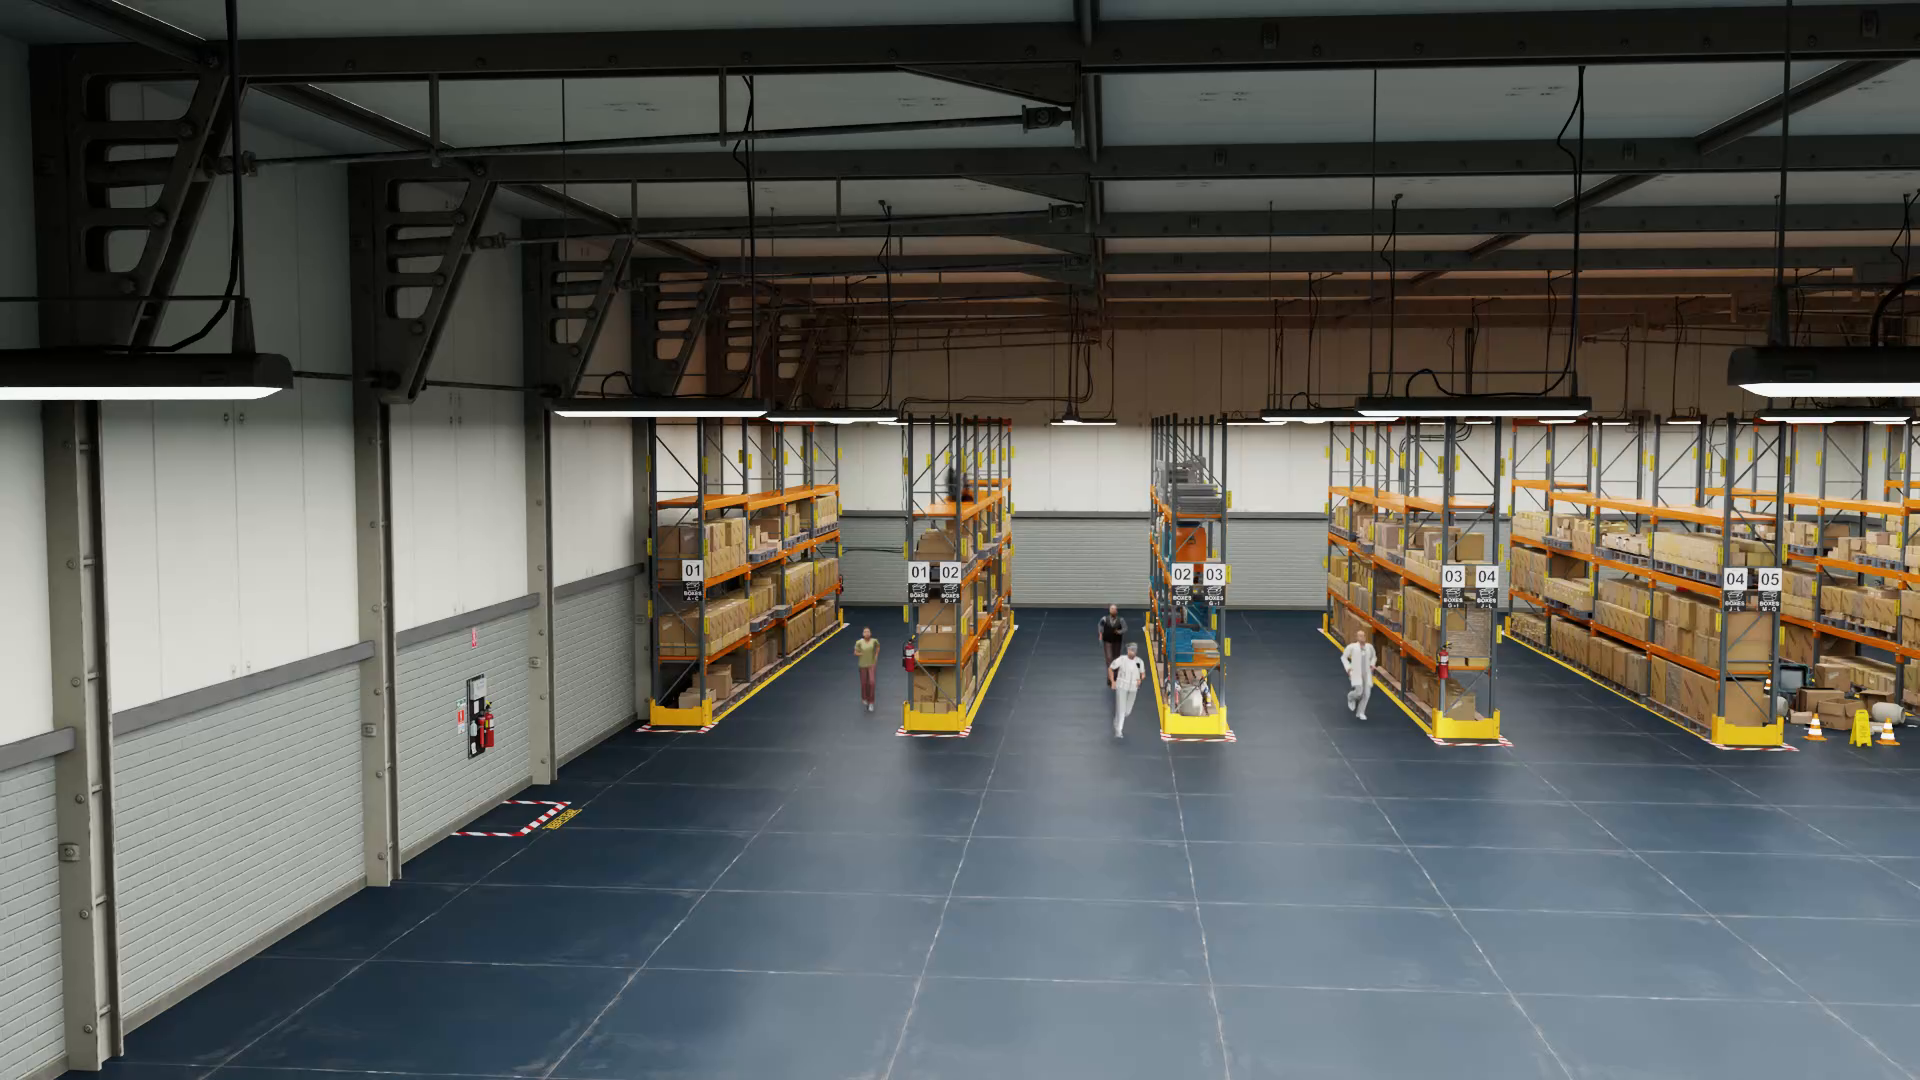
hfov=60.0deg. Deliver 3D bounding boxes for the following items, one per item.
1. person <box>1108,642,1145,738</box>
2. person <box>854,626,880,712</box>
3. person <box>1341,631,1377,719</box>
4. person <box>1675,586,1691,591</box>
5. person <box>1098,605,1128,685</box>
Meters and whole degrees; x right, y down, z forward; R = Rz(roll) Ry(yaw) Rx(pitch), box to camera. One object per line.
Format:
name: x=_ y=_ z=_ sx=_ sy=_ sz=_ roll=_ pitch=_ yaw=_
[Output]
person: x=3.130 y=2.779 z=31.168 sx=0.704 sy=1.752 sz=0.810 roll=-1 pitch=4 yaw=-12
person: x=-1.900 y=2.602 z=33.941 sx=0.524 sy=1.713 sz=0.804 roll=0 pitch=4 yaw=-1
person: x=7.911 y=2.654 z=32.863 sx=0.709 sy=1.737 sz=0.640 roll=0 pitch=4 yaw=-7
person: x=20.400 y=1.738 z=46.939 sx=0.609 sy=1.665 sz=0.617 roll=0 pitch=4 yaw=-7
person: x=3.441 y=2.325 z=37.379 sx=0.657 sy=1.731 sz=0.879 roll=0 pitch=4 yaw=1
